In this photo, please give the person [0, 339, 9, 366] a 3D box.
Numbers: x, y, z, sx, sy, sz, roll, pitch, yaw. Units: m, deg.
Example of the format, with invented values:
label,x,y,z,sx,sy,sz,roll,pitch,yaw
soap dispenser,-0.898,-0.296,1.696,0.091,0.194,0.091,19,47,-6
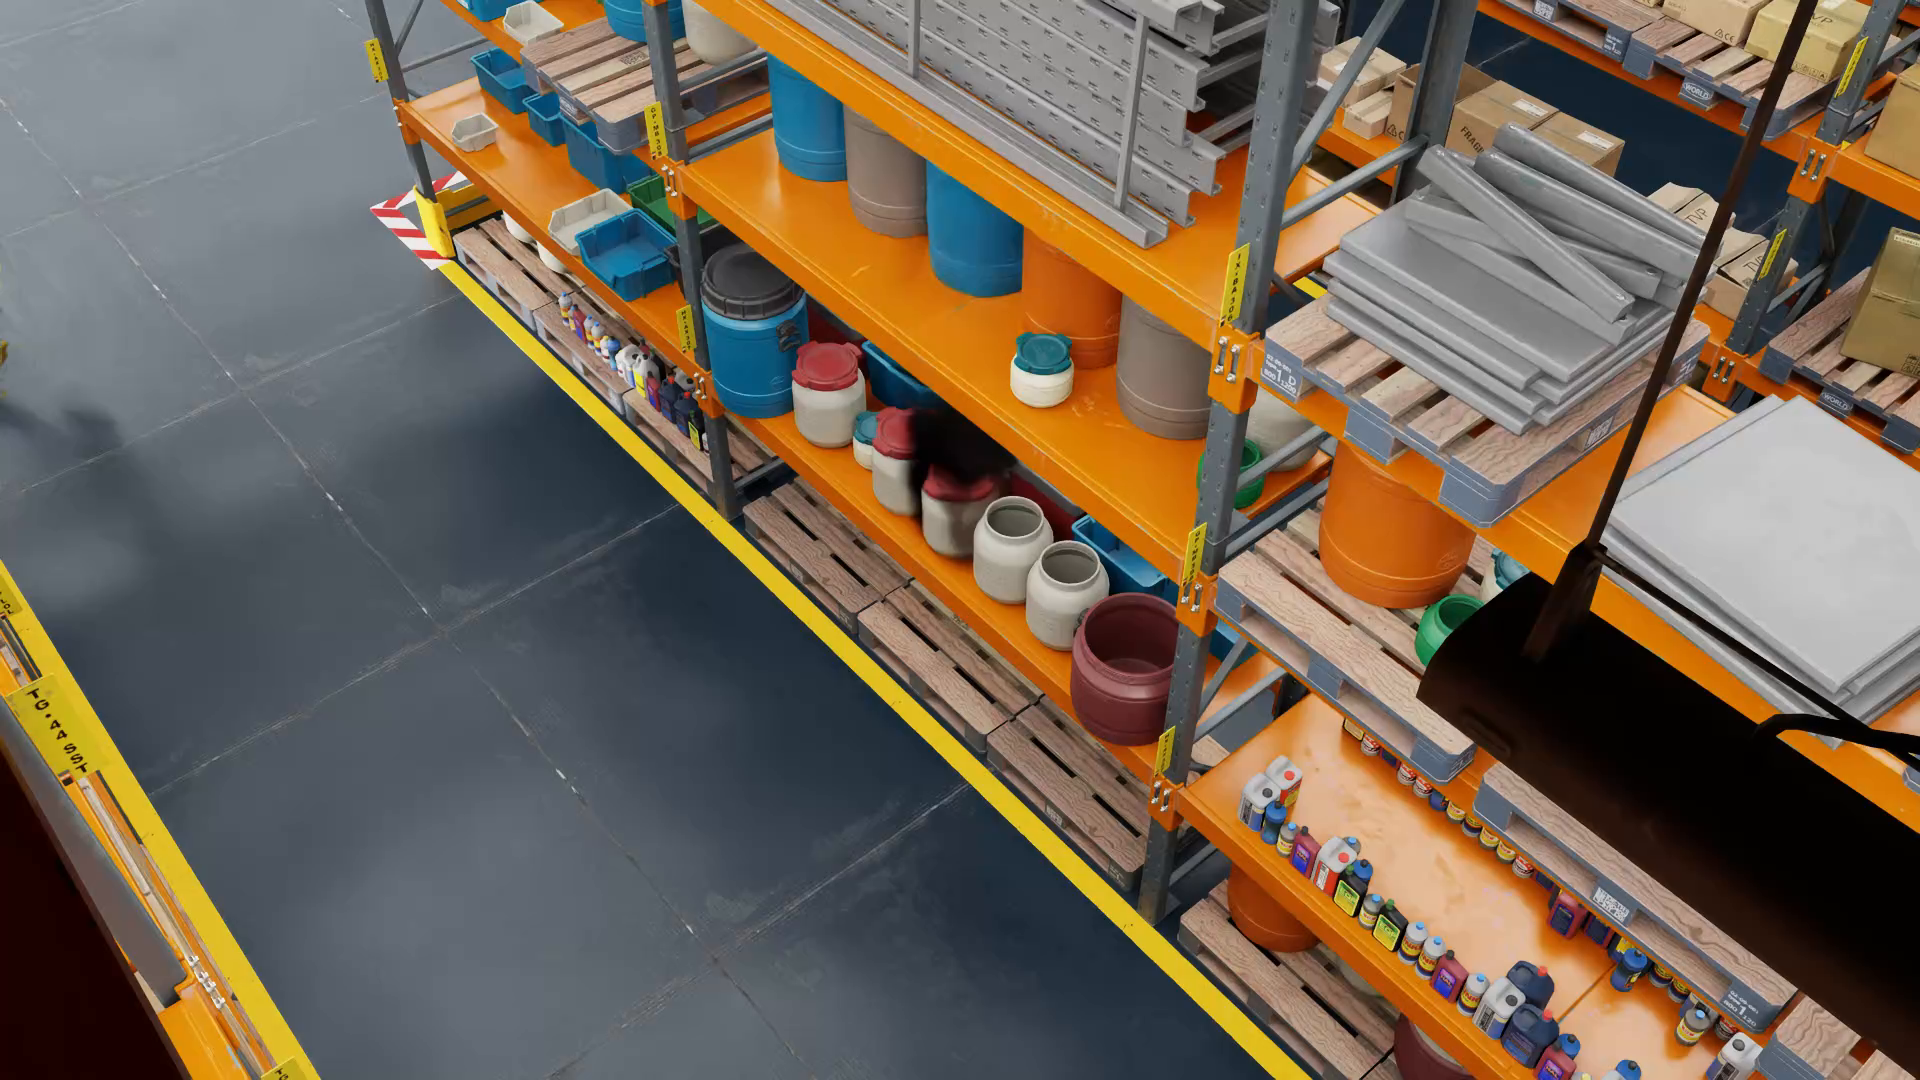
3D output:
label,x,y,z,sx,sy,sz,roll,pitch,yaw
person,-7.096,-1.710,11.433,0.597,1.709,0.717,12,48,11
